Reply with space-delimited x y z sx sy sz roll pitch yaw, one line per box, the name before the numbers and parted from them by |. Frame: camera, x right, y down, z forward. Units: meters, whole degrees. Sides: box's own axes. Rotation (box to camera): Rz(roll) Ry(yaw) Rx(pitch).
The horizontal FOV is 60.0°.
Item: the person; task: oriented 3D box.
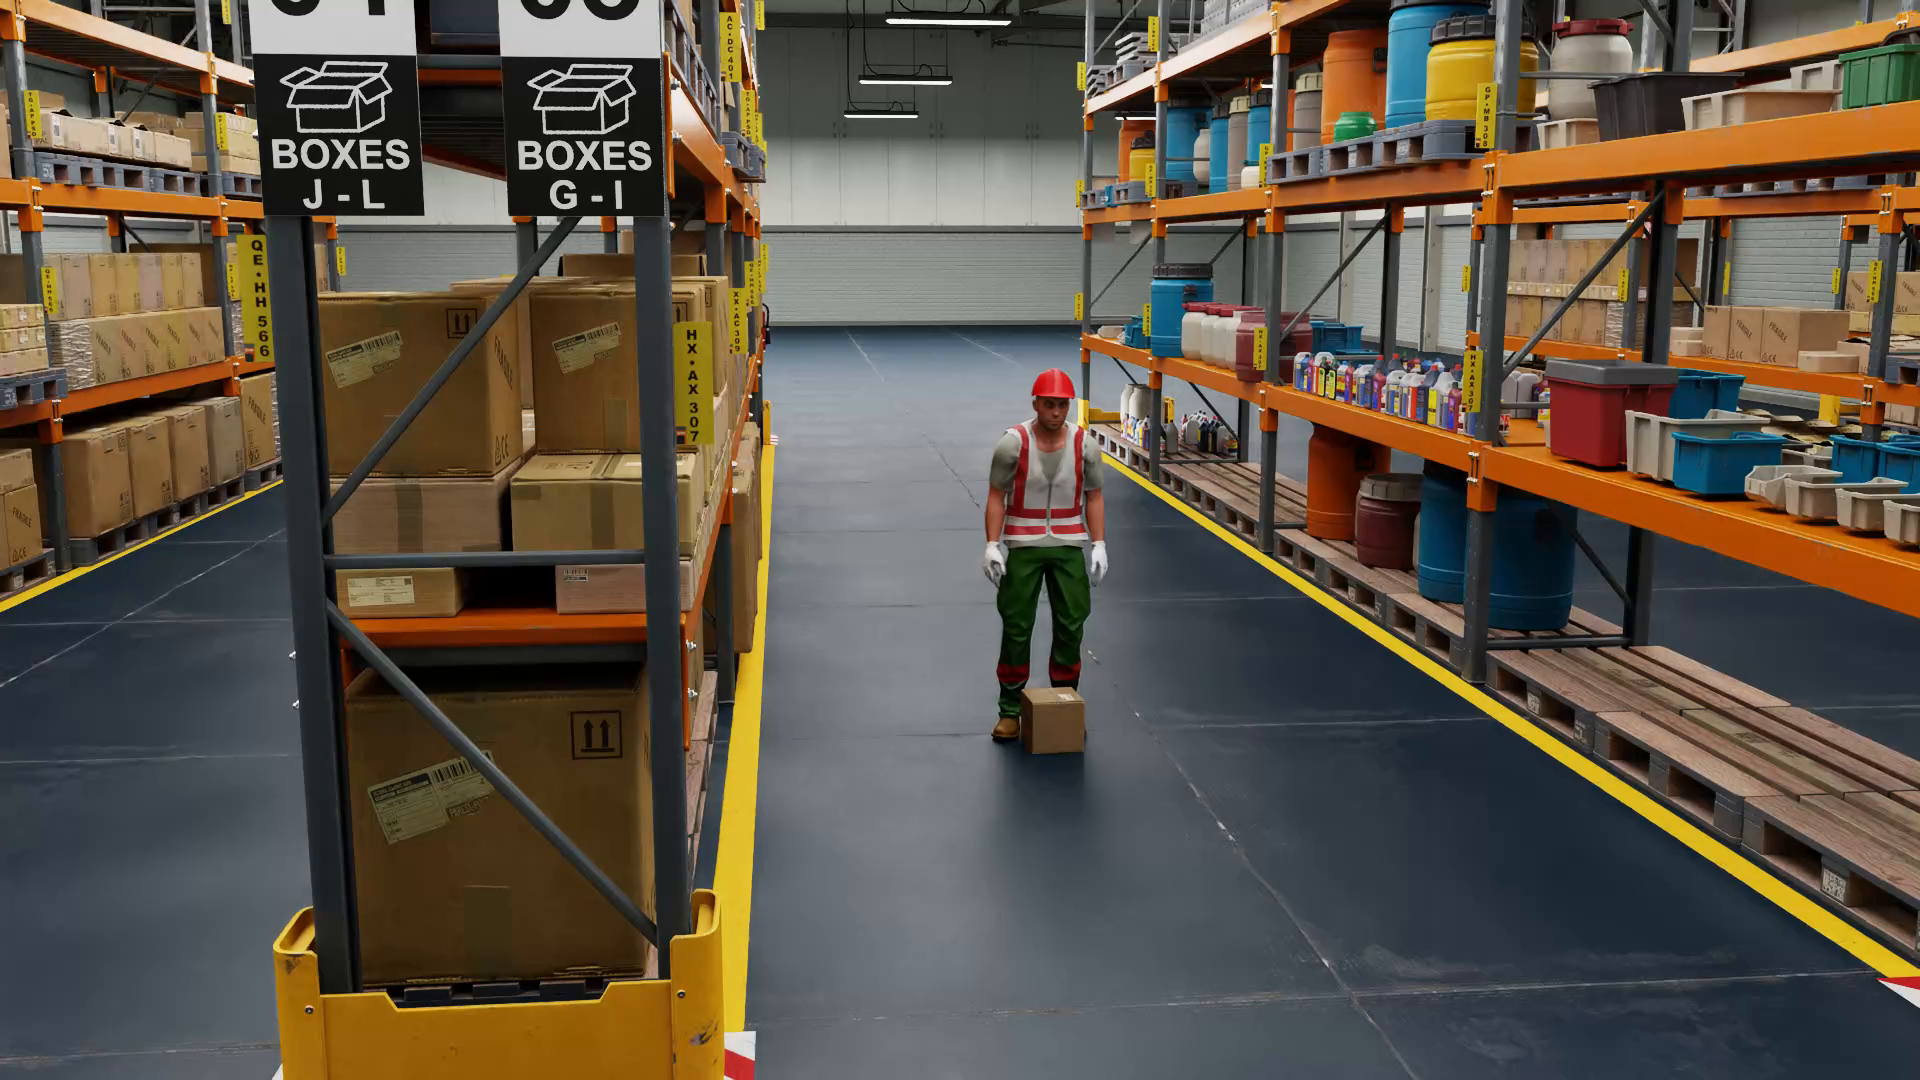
person | 0.411 0.066 7.984 0.609 1.777 0.448 -1 10 -6
